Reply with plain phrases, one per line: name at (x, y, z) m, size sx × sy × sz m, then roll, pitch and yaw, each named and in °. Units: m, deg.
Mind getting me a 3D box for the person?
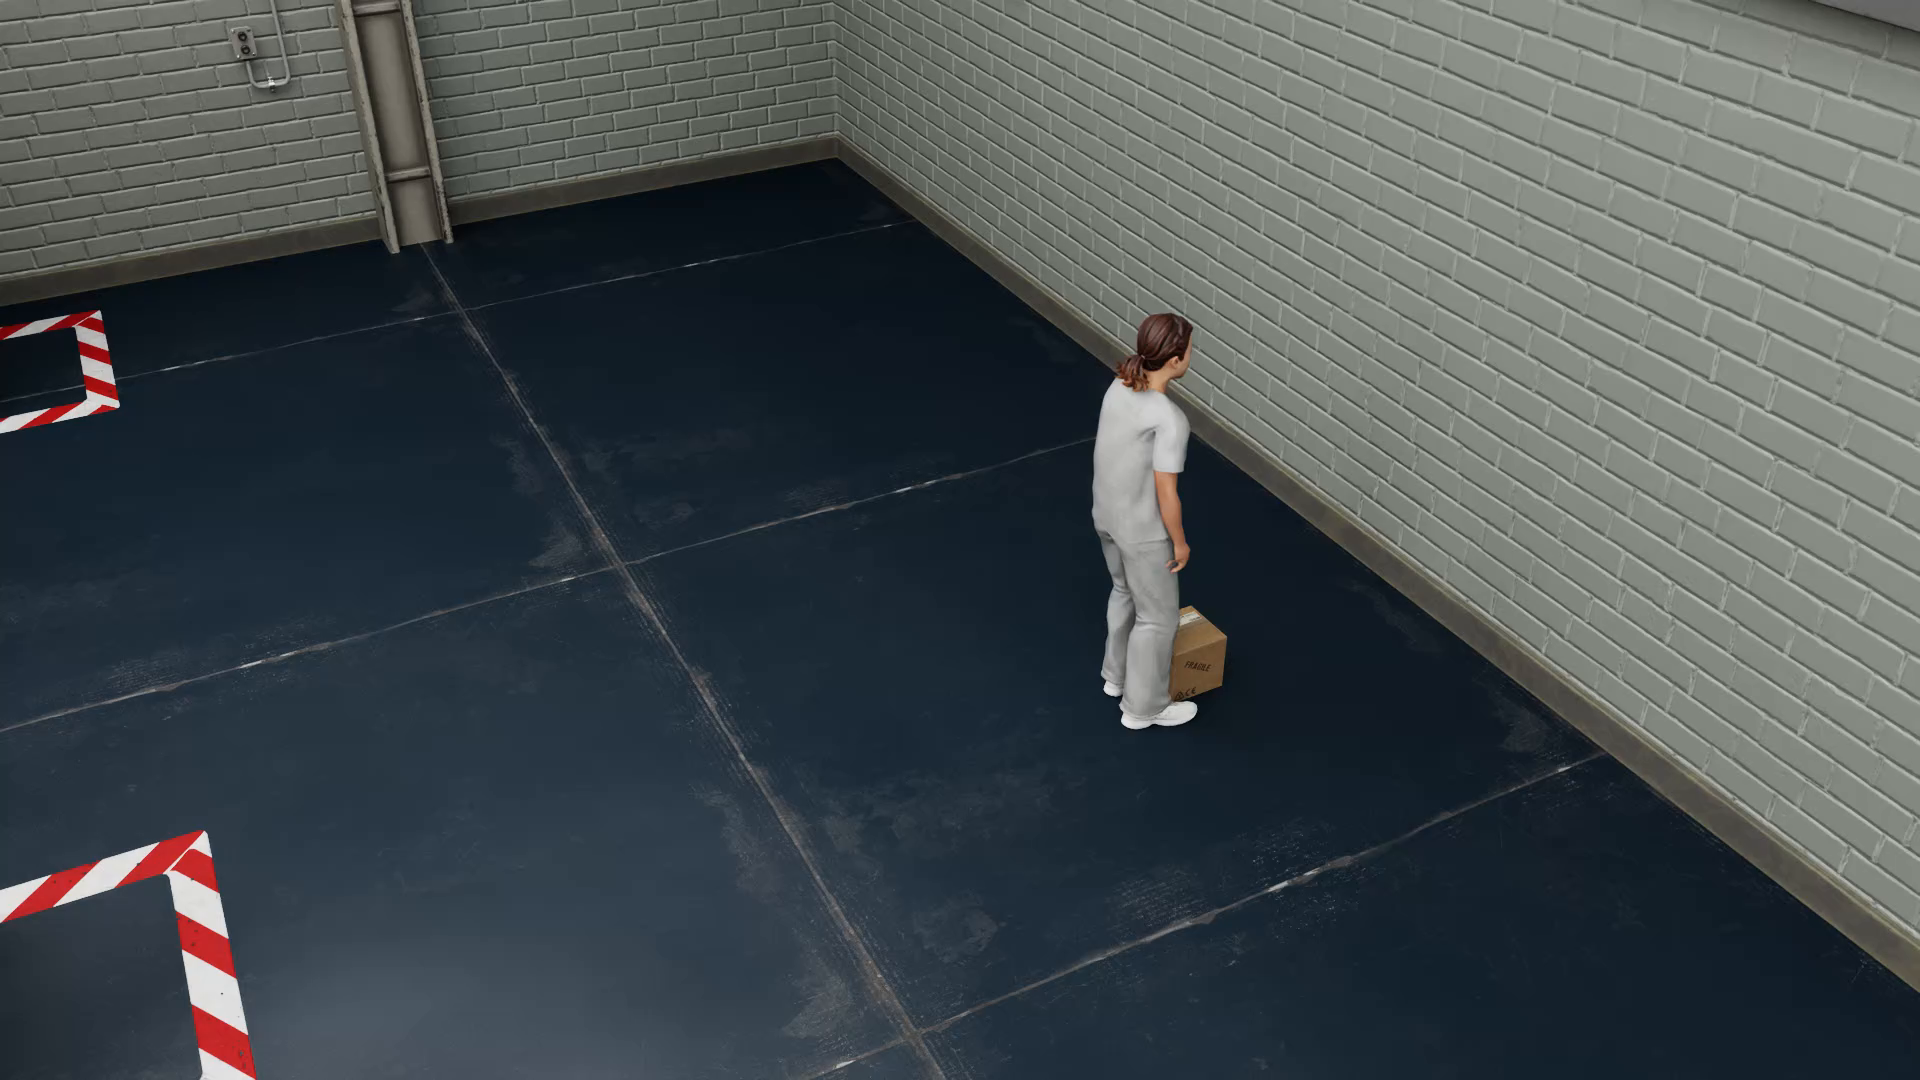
person at (0.706, -0.072, 6.250) m, size 0.404 × 1.673 × 0.490 m, roll -16°, pitch 36°, yaw -23°
